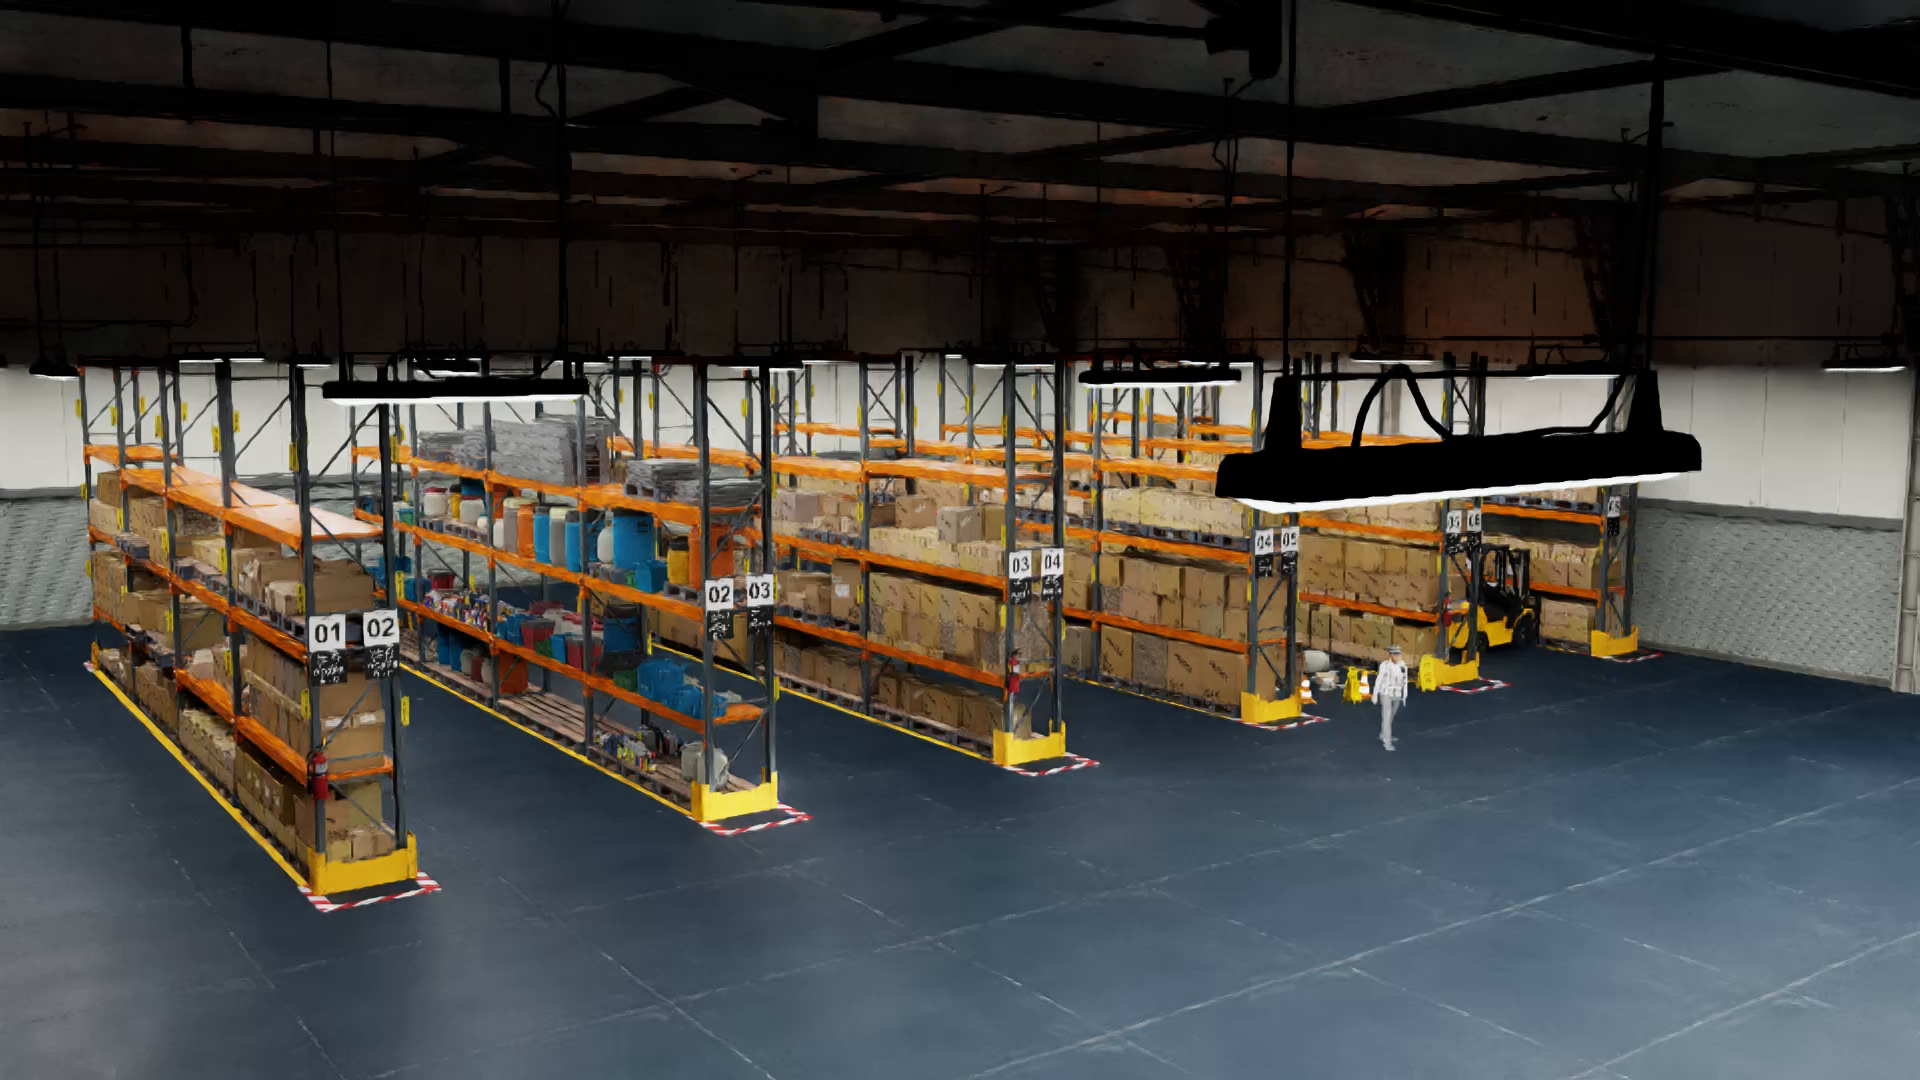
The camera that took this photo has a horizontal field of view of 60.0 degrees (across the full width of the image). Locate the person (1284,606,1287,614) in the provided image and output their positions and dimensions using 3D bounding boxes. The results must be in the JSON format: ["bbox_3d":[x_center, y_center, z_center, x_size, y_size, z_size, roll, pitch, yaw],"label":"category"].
[{"bbox_3d":[7.050,0.889,37.472,0.577,1.785,0.655,-1,7,-6],"label":"person"}]

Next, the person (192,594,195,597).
[{"bbox_3d":[-15.268,1.388,33.430,0.466,1.797,0.570,-3,8,-24],"label":"person"}]

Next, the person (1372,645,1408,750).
[{"bbox_3d":[6.697,2.404,25.773,0.524,1.623,0.930,-1,7,-12],"label":"person"}]
